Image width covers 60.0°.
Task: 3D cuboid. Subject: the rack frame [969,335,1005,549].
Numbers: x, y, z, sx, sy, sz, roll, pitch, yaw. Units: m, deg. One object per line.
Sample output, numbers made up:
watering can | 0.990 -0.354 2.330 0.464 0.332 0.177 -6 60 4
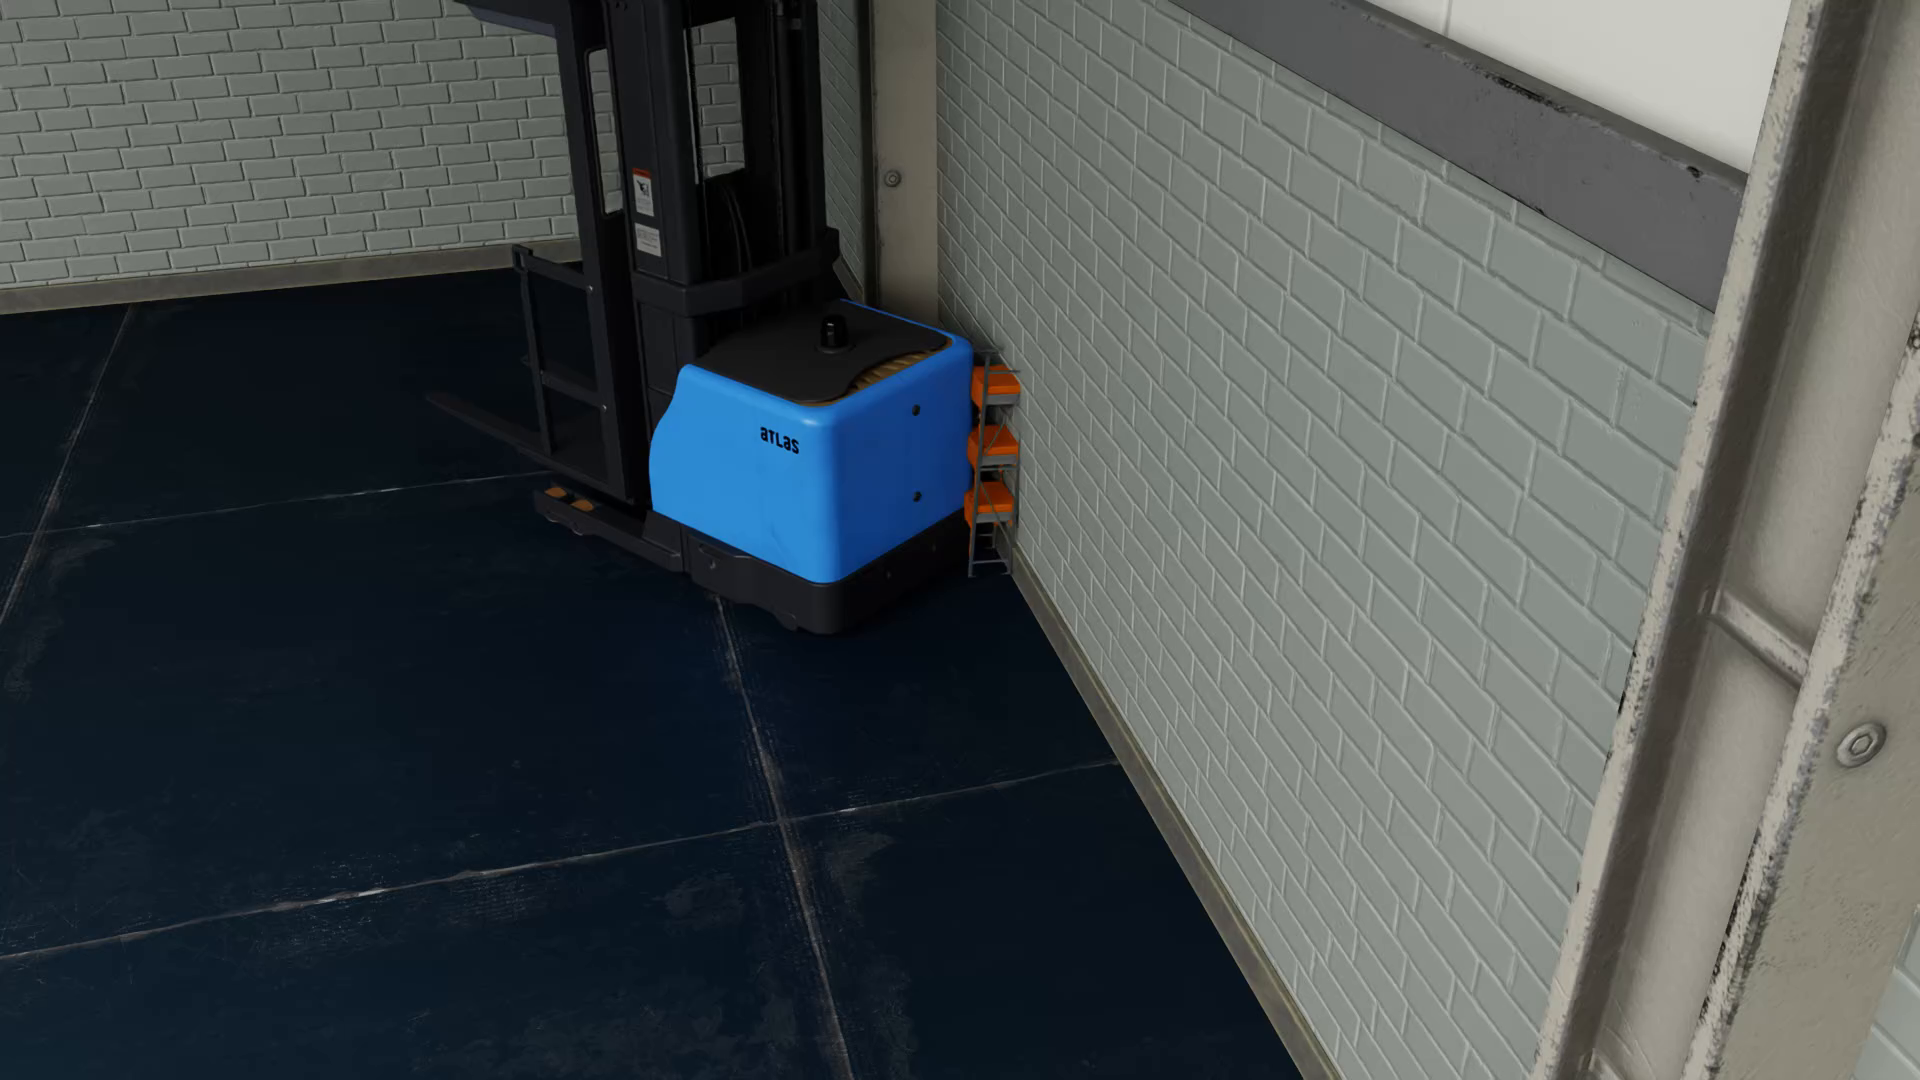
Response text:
rack frame | 0.102 -0.419 7.379 0.200 1.050 0.008 -4 29 -16

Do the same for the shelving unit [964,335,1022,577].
shelving unit | 0.135 -0.362 7.276 0.215 1.050 0.252 -4 29 -16

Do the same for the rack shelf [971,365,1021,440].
rack shelf | 0.154 -0.603 7.149 0.215 0.259 0.240 -4 29 -16

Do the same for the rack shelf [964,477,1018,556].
rack shelf | 0.115 -0.107 7.411 0.215 0.259 0.240 -4 29 -16

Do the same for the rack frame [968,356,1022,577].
rack frame | 0.168 -0.305 7.174 0.200 1.050 0.008 -4 29 -16

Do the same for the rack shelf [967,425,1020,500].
rack shelf | 0.134 -0.352 7.281 0.215 0.259 0.240 -4 29 -16

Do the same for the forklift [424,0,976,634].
forklift | -1.388 -1.474 7.370 3.031 2.935 1.130 22 37 33

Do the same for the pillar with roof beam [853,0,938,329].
pillar with roof beam | -4.453 -3.912 5.526 9.100 9.000 0.400 -8 31 -13
